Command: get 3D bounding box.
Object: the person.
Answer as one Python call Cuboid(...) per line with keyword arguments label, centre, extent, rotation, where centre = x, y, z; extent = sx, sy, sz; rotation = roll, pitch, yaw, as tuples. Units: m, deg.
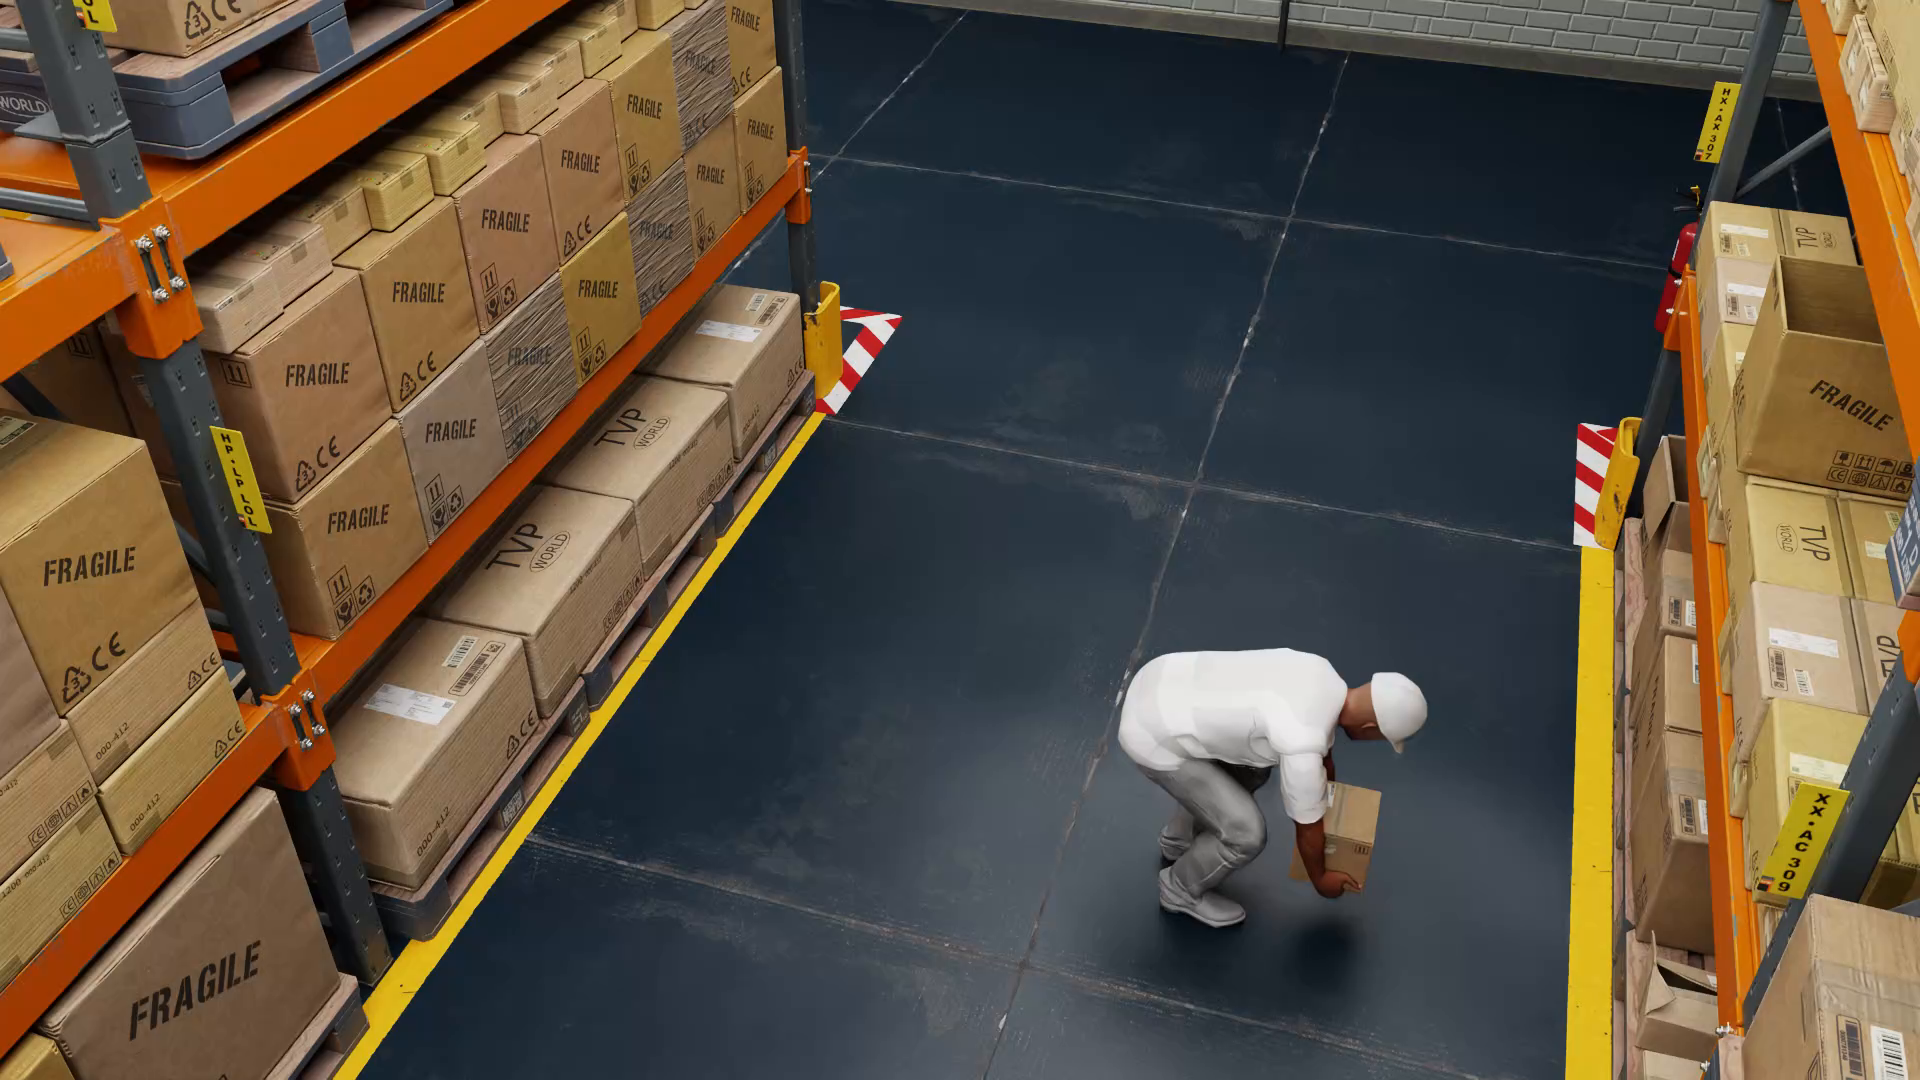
Cuboid(label="person", centre=(1.010, 0.816, 5.606), extent=(0.965, 1.087, 0.509), rotation=(9, 38, 12))
